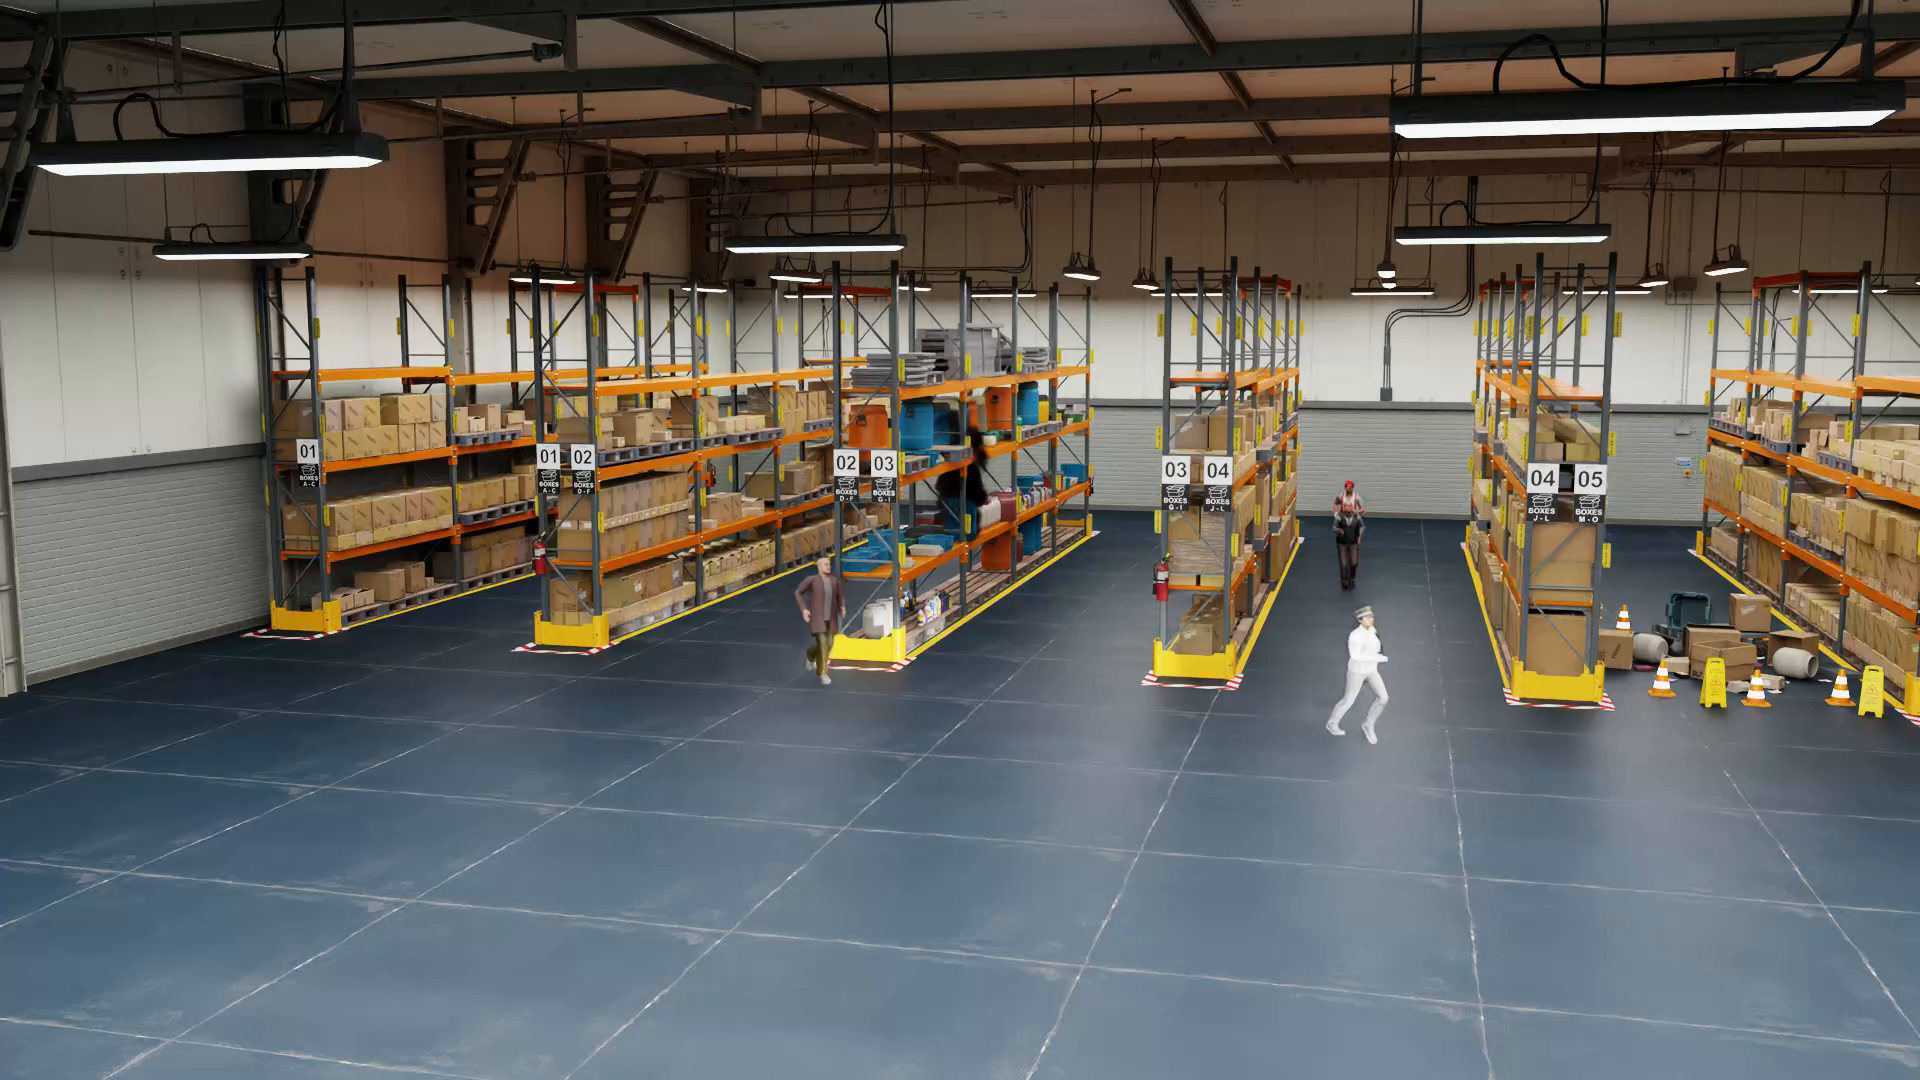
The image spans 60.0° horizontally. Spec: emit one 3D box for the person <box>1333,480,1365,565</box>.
[{"bbox_3d":[8.292,-0.386,35.512,0.659,1.786,0.844,2,8,16],"label":"person"}]

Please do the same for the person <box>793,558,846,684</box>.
[{"bbox_3d":[-1.967,1.138,23.844,0.768,1.756,0.796,-5,9,-33],"label":"person"}]

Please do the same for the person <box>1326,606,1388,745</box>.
[{"bbox_3d":[4.878,1.617,20.156,0.622,1.702,0.852,-5,9,-35],"label":"person"}]

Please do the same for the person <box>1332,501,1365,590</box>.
[{"bbox_3d":[7.459,0.114,31.930,0.642,1.717,0.647,1,7,10],"label":"person"}]
